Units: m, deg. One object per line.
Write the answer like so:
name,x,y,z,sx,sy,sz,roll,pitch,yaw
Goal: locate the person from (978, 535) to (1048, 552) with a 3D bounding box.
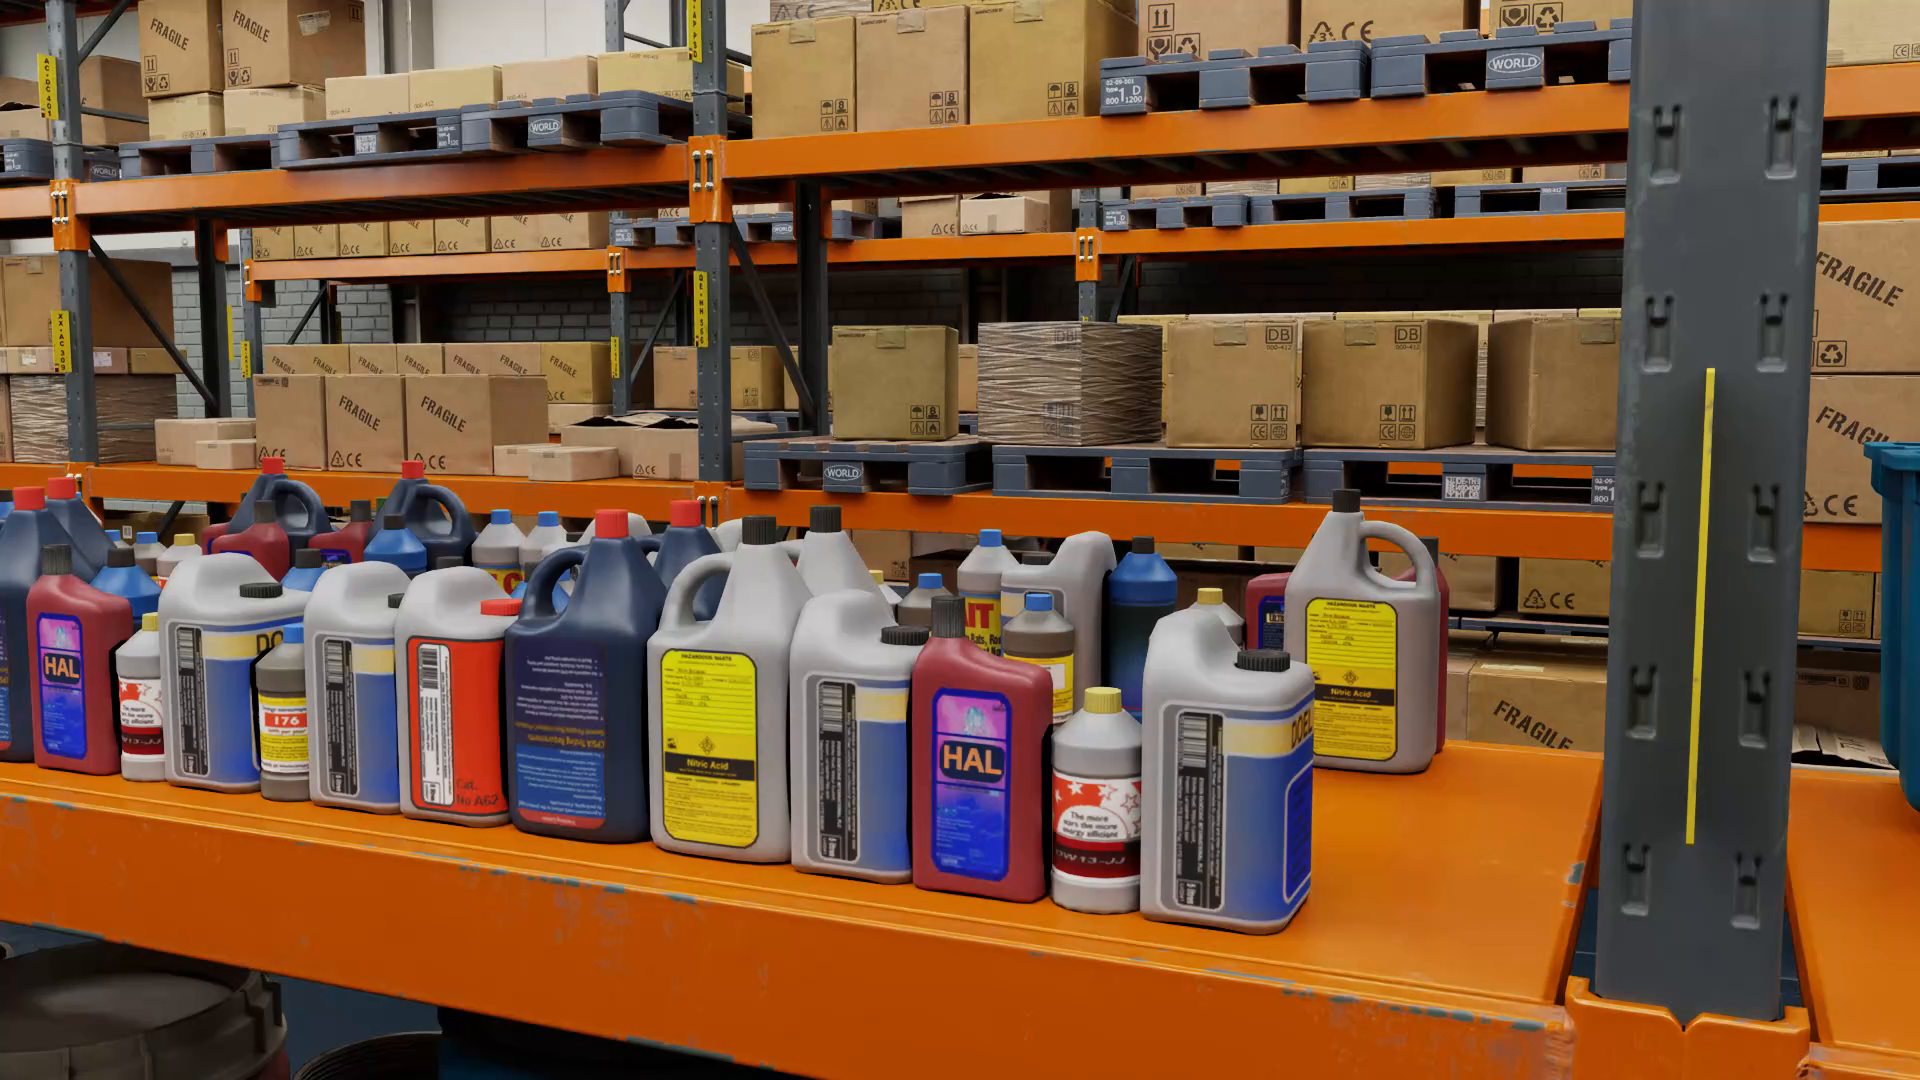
person,0.297,0.036,9.462,0.441,1.713,0.416,3,6,25
